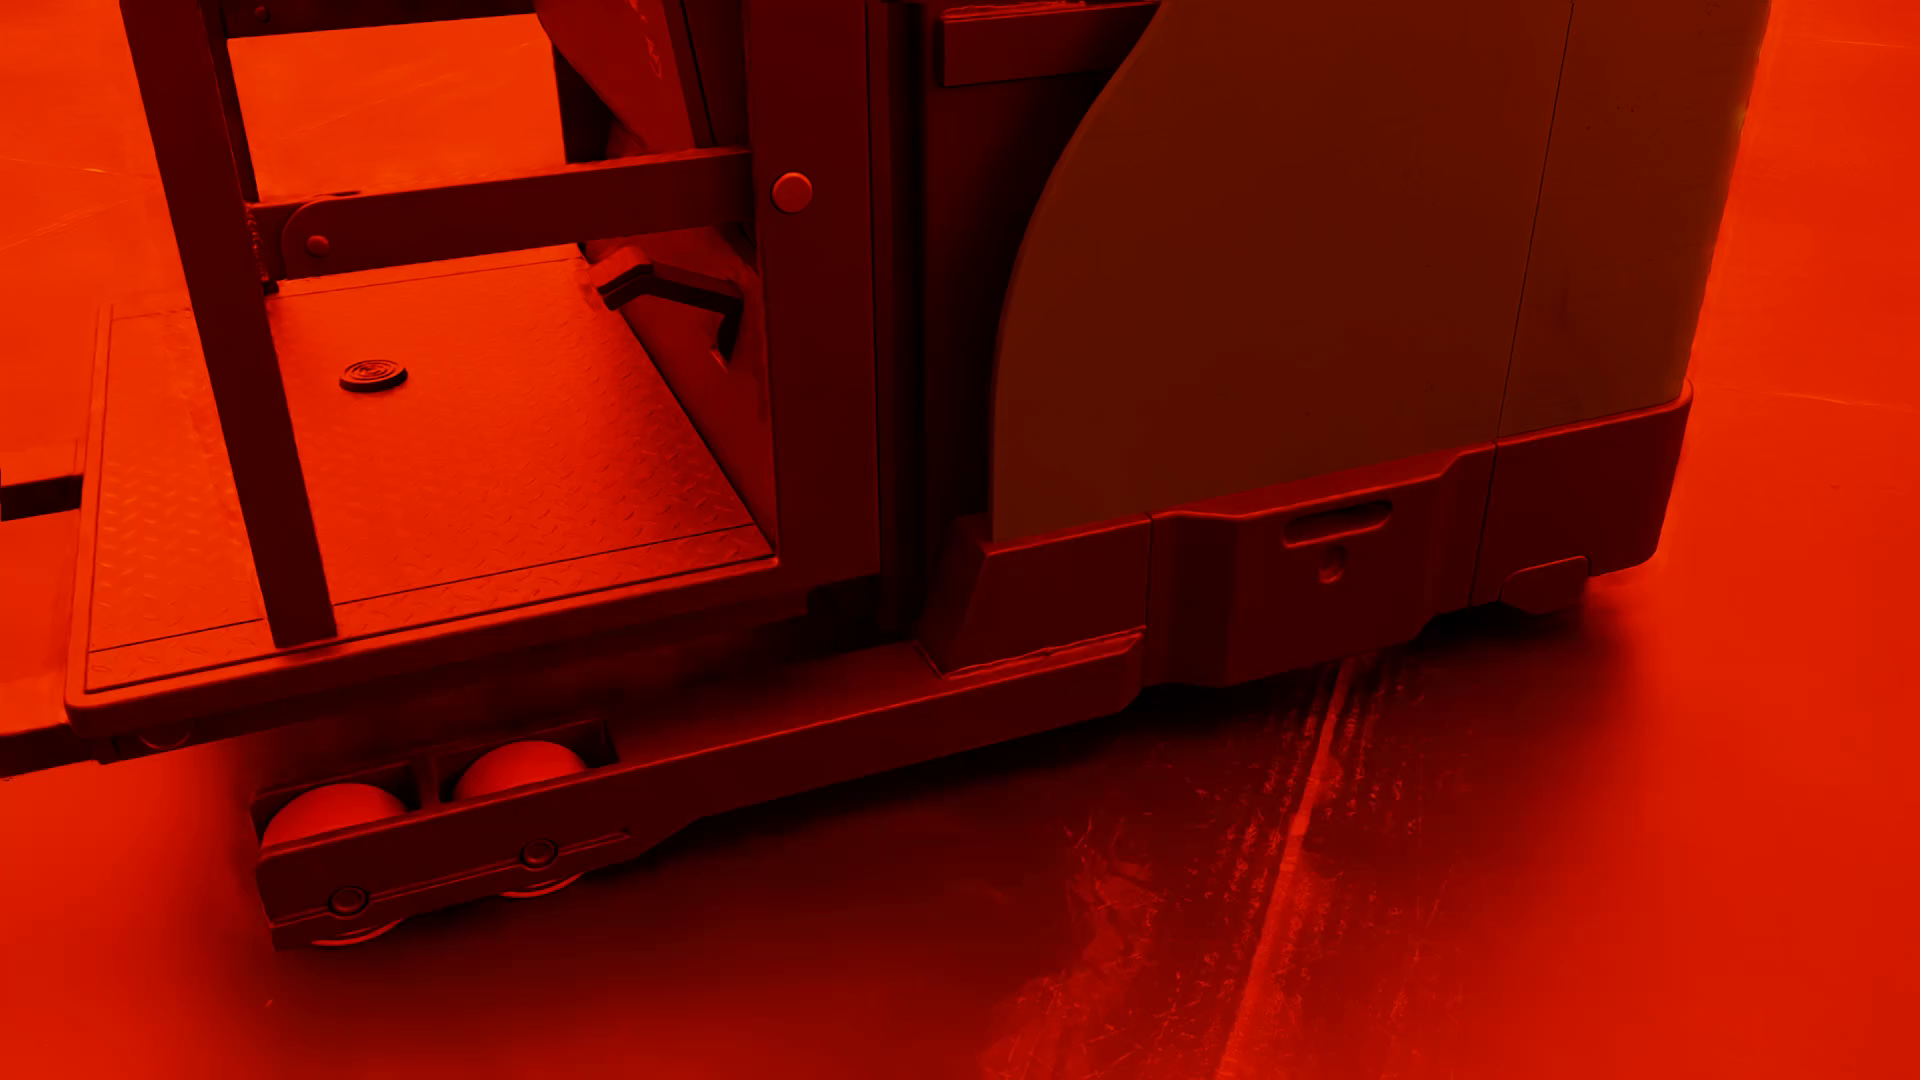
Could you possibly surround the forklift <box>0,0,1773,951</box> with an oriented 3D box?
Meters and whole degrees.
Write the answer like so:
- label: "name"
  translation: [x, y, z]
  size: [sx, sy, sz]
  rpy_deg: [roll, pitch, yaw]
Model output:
- label: "forklift"
  translation: [-0.579, -1.146, 1.549]
  size: [3.031, 2.935, 1.130]
  rpy_deg: [-12, 32, -20]
